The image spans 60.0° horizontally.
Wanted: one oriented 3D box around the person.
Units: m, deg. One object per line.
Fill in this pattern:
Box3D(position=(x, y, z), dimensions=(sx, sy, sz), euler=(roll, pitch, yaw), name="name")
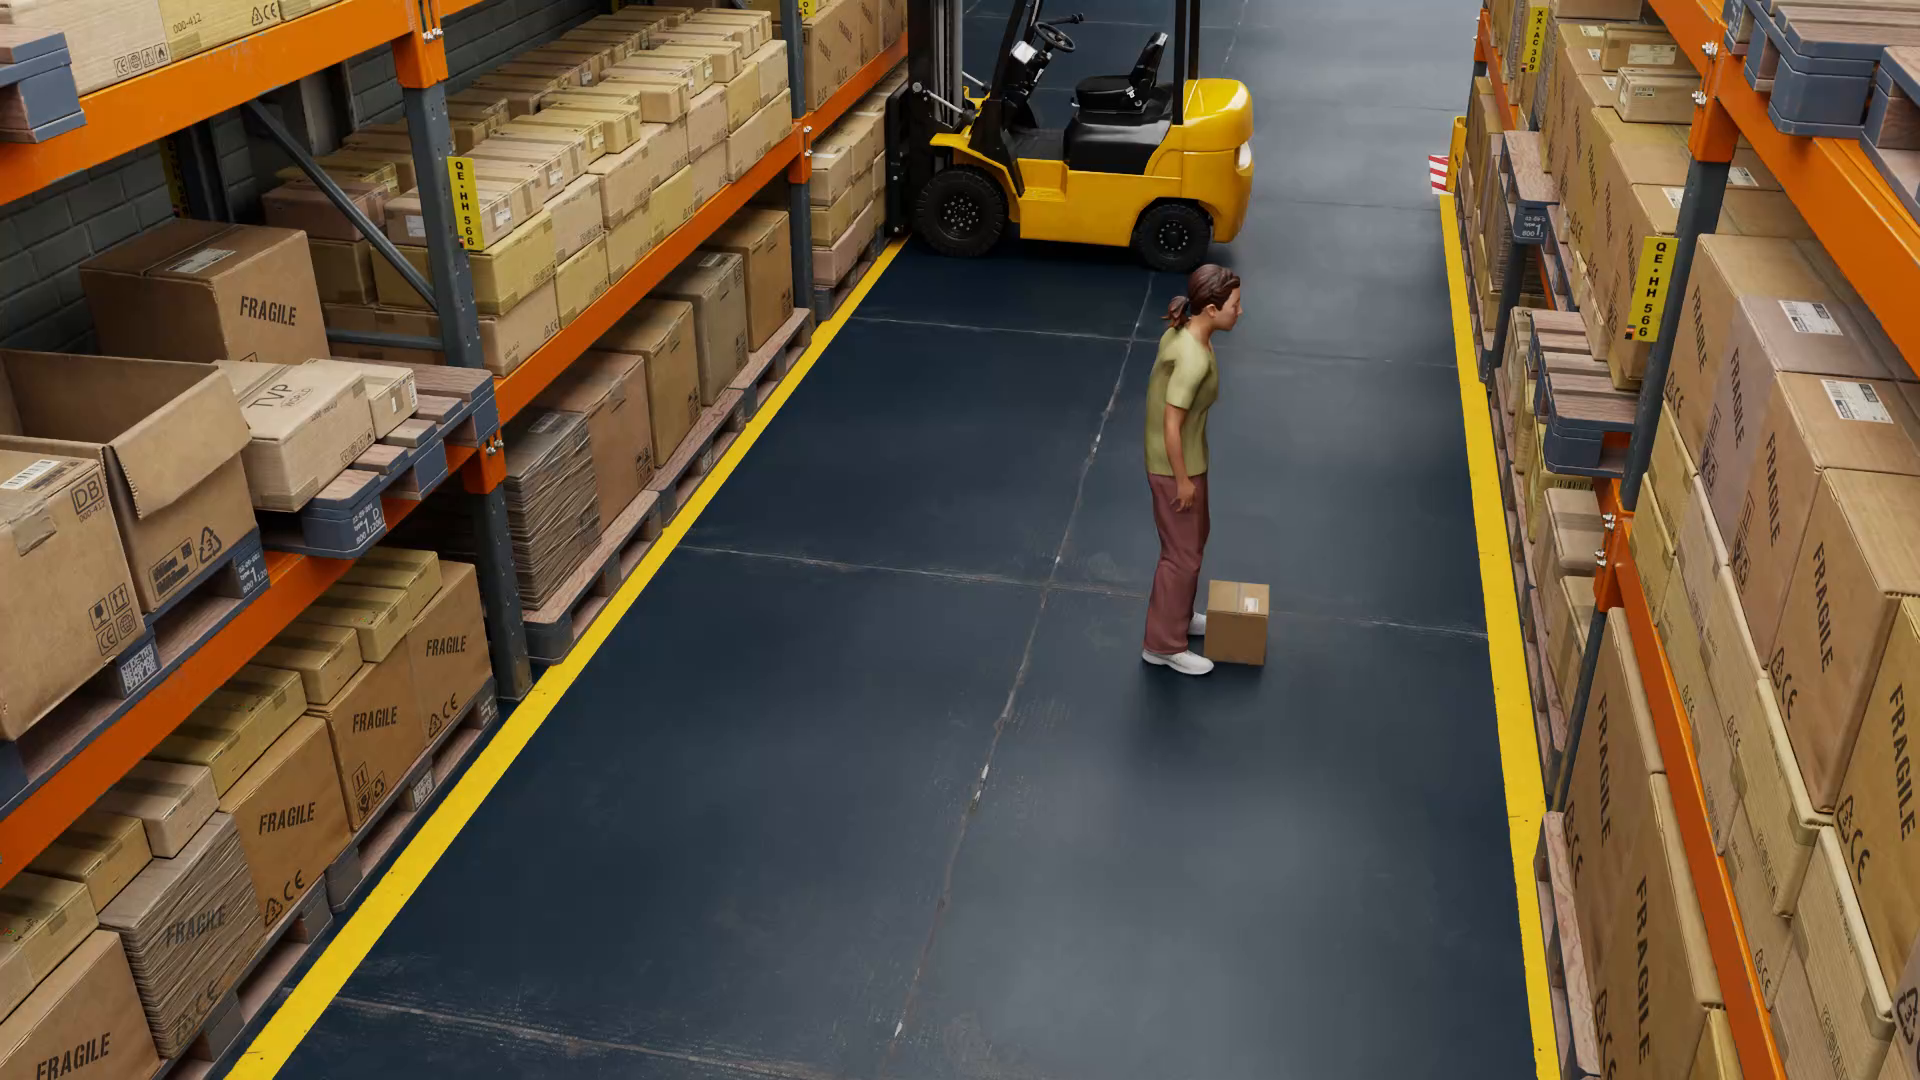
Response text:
Box3D(position=(0.914, -0.296, 6.665), dimensions=(0.367, 1.671, 0.510), euler=(4, 29, 8), name="person")
